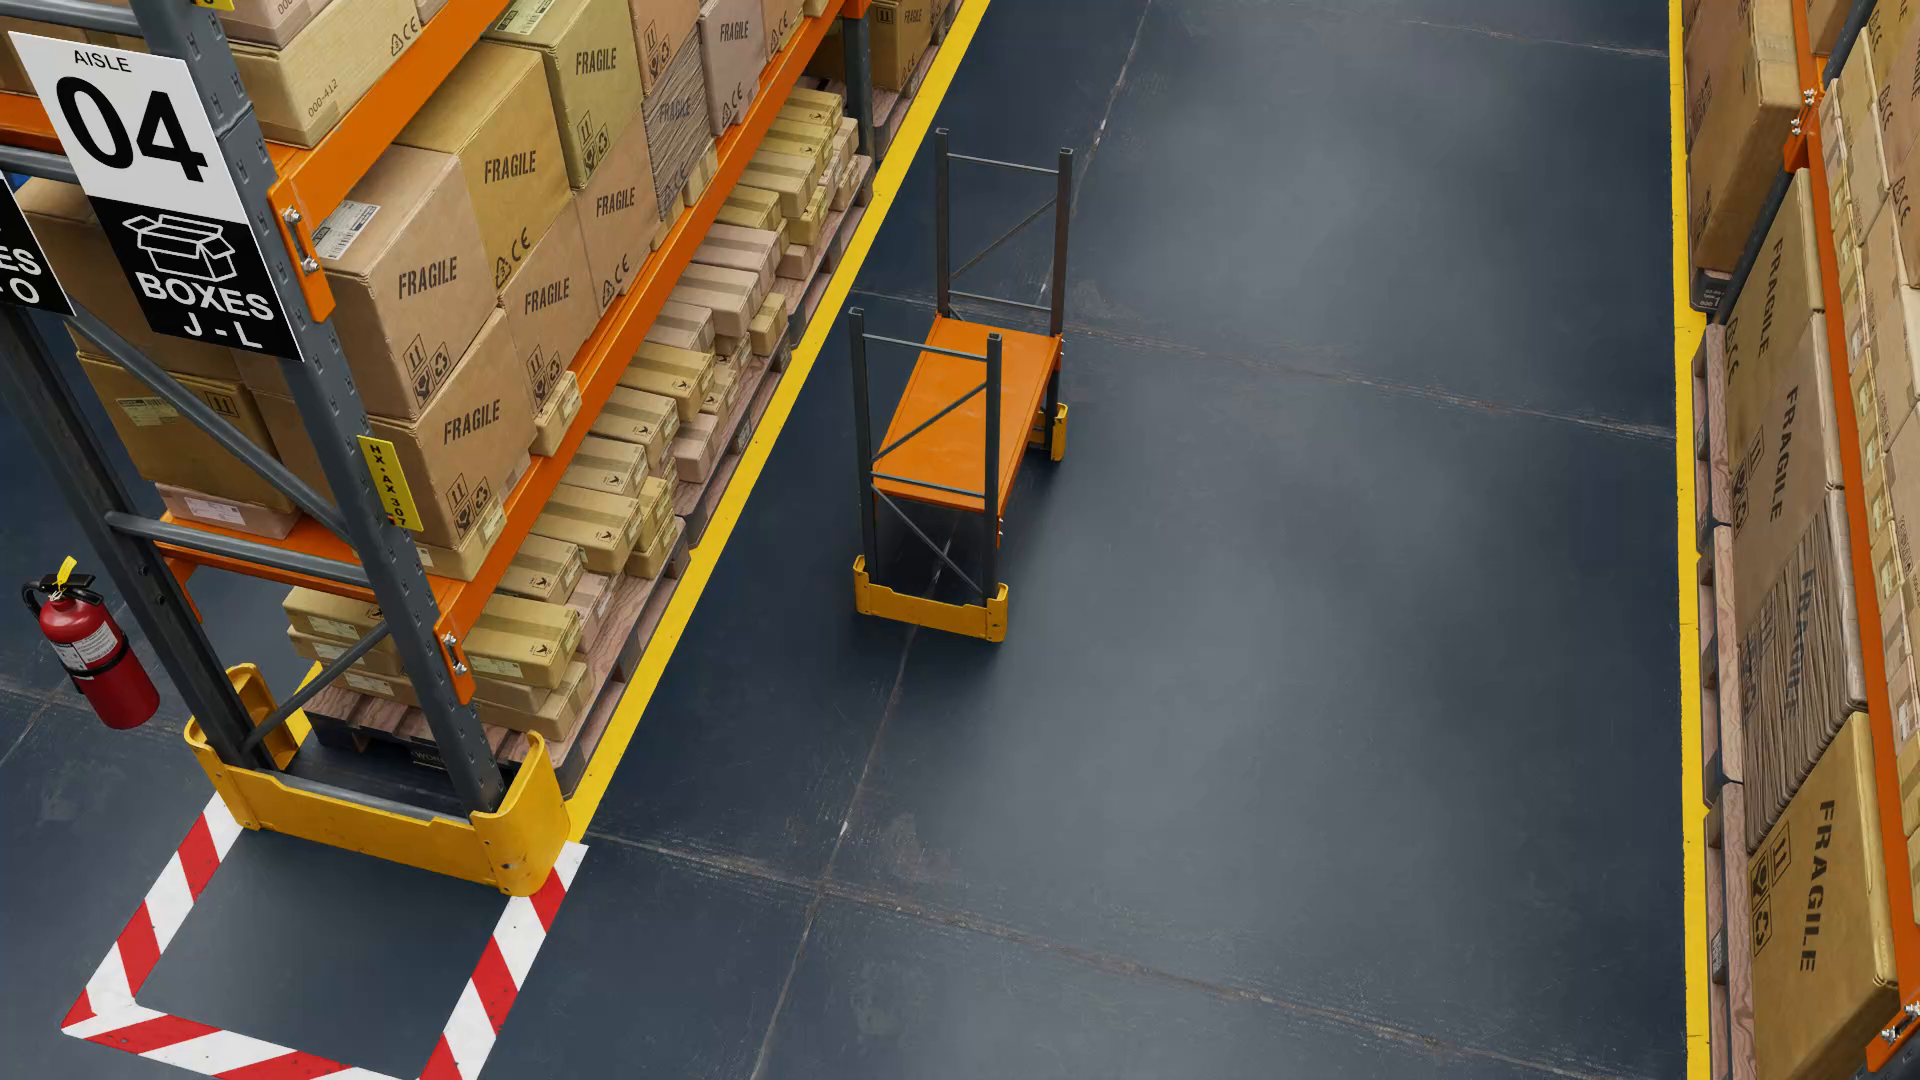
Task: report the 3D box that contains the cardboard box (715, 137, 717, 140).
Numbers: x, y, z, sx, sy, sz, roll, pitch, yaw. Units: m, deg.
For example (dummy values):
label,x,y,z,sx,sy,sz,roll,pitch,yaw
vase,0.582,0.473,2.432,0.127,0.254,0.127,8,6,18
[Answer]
label,x,y,z,sx,sy,sz,roll,pitch,yaw
cardboard box,-1.108,-1.572,6.223,0.380,0.149,0.250,11,49,9

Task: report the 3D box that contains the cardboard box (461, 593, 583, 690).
label,x,y,z,sx,sy,sz,roll,pitch,yaw
cardboard box,-1.503,0.334,5.598,0.380,0.149,0.250,10,49,8

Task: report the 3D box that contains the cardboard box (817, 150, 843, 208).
label,x,y,z,sx,sy,sz,roll,pitch,yaw
cardboard box,-0.751,-1.660,7.556,0.380,0.149,0.250,9,49,8

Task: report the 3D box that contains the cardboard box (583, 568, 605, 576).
label,x,y,z,sx,sy,sz,roll,pitch,yaw
cardboard box,-1.477,0.035,6.060,0.380,0.149,0.250,12,50,11

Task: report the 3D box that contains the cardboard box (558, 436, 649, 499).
label,x,y,z,sx,sy,sz,roll,pitch,yaw
cardboard box,-1.371,-0.241,6.106,0.380,0.149,0.250,9,49,8

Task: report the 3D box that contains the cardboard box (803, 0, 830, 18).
label,x,y,z,sx,sy,sz,roll,pitch,yaw
cardboard box,-0.728,-2.311,6.875,0.380,0.149,0.250,10,49,9

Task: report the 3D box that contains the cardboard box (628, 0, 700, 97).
label,x,y,z,sx,sy,sz,roll,pitch,yaw
cardboard box,-1.178,-1.803,5.328,0.500,0.500,0.500,10,49,9

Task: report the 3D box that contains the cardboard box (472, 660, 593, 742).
label,x,y,z,sx,sy,sz,roll,pitch,yaw
cardboard box,-1.522,0.527,5.824,0.380,0.149,0.250,12,50,11

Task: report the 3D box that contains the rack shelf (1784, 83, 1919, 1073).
label,x,y,z,sx,sy,sz,roll,pitch,yaw
rack shelf,3.317,-0.118,5.252,1.077,0.370,4.000,12,50,10

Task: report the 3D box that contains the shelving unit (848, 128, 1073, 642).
label,x,y,z,sx,sy,sz,roll,pitch,yaw
shelving unit,0.020,-0.551,6.155,0.587,1.500,1.083,12,50,10

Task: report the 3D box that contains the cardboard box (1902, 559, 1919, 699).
label,x,y,z,sx,sy,sz,roll,pitch,yaw
cardboard box,2.796,0.272,4.330,0.500,0.250,0.500,11,49,9

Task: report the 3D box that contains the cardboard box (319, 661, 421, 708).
label,x,y,z,sx,sy,sz,roll,pitch,yaw
cardboard box,-2.031,0.421,5.918,0.380,0.149,0.250,12,50,11

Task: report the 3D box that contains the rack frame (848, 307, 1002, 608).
label,x,y,z,sx,sy,sz,roll,pitch,yaw
rack frame,-0.111,-0.190,5.836,0.500,1.500,0.032,12,50,10

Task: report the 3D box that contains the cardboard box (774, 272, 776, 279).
label,x,y,z,sx,sy,sz,roll,pitch,yaw
cardboard box,-1.033,-1.157,7.311,0.380,0.149,0.250,10,49,9

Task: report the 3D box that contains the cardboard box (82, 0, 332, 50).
label,x,y,z,sx,sy,sz,roll,pitch,yaw
cardboard box,-1.599,-1.343,3.619,0.500,0.250,0.500,12,50,11

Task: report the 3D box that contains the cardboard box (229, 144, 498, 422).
label,x,y,z,sx,sy,sz,roll,pitch,yaw
cardboard box,-1.594,-0.696,4.350,0.500,0.500,0.500,11,50,10

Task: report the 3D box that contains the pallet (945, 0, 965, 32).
label,x,y,z,sx,sy,sz,roll,pitch,yaw
pallet,-0.393,-3.380,9.512,1.003,0.211,1.213,12,50,10

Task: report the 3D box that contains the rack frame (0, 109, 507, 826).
label,x,y,z,sx,sy,sz,roll,pitch,yaw
rack frame,-1.968,0.039,4.634,1.000,3.000,0.127,12,50,10

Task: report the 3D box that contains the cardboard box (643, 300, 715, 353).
label,x,y,z,sx,sy,sz,roll,pitch,yaw
cardboard box,-1.201,-0.822,6.618,0.380,0.149,0.250,12,50,10

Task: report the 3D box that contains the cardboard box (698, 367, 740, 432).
label,x,y,z,sx,sy,sz,roll,pitch,yaw
cardboard box,-1.127,-0.594,6.814,0.380,0.149,0.250,12,50,10

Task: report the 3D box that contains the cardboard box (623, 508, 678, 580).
label,x,y,z,sx,sy,sz,roll,pitch,yaw
cardboard box,-1.300,-0.022,6.309,0.380,0.149,0.250,12,50,10

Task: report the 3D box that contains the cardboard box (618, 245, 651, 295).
label,x,y,z,sx,sy,sz,roll,pitch,yaw
cardboard box,-1.294,-1.003,5.721,0.380,0.149,0.250,11,49,9

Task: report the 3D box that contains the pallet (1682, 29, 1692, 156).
label,x,y,z,sx,sy,sz,roll,pitch,yaw
pallet,4.293,-2.338,8.592,1.003,0.211,1.213,12,50,10

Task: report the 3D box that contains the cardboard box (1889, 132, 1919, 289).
label,x,y,z,sx,sy,sz,roll,pitch,yaw
cardboard box,3.201,-1.072,5.015,0.500,0.500,0.500,10,49,9

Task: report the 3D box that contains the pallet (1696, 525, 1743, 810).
label,x,y,z,sx,sy,sz,roll,pitch,yaw
pallet,3.248,0.540,6.052,1.003,0.211,1.213,12,50,10

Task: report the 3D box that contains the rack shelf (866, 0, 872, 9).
label,x,y,z,sx,sy,sz,roll,pitch,yaw
rack shelf,-0.389,-4.063,8.734,1.077,0.370,4.000,12,50,10

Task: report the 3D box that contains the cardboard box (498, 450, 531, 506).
label,x,y,z,sx,sy,sz,roll,pitch,yaw
cardboard box,-1.540,-0.240,5.048,0.380,0.149,0.250,13,50,11

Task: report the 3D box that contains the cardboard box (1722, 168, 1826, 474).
label,x,y,z,sx,sy,sz,roll,pitch,yaw
cardboard box,3.592,-0.777,6.491,0.875,0.875,0.875,12,50,10

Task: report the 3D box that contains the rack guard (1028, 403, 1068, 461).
label,x,y,z,sx,sy,sz,roll,pitch,yaw
rack guard,0.151,-0.498,6.942,0.587,0.250,0.087,12,50,10

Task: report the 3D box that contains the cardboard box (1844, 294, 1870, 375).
label,x,y,z,sx,sy,sz,roll,pitch,yaw
cardboard box,3.104,-0.633,5.395,0.380,0.149,0.250,12,50,10

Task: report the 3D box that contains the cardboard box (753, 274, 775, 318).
label,x,y,z,sx,sy,sz,roll,pitch,yaw
cardboard box,-1.013,-1.112,7.073,0.380,0.149,0.250,13,50,11

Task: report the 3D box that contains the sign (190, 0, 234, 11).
label,x,y,z,sx,sy,sz,roll,pitch,yaw
sign,-1.445,-1.136,3.087,0.100,0.325,0.005,12,50,10

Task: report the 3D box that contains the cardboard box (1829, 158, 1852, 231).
label,x,y,z,sx,sy,sz,roll,pitch,yaw
cardboard box,3.306,-1.190,5.886,0.380,0.149,0.250,13,50,11

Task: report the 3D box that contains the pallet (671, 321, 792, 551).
label,x,y,z,sx,sy,sz,roll,pitch,yaw
pallet,-1.377,-0.554,7.017,1.003,0.211,1.213,12,50,10

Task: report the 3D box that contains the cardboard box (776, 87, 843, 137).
label,x,y,z,sx,sy,sz,roll,pitch,yaw
cardboard box,-0.758,-1.938,7.603,0.380,0.149,0.250,13,50,11

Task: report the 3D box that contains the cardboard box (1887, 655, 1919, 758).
label,x,y,z,sx,sy,sz,roll,pitch,yaw
cardboard box,2.701,0.481,4.412,0.380,0.149,0.250,12,50,10

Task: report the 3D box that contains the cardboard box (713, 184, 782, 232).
label,x,y,z,sx,sy,sz,roll,pitch,yaw
cardboard box,-0.989,-1.392,7.121,0.380,0.149,0.250,13,50,11

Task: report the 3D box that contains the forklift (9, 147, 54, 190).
label,x,y,z,sx,sy,sz,roll,pitch,yaw
forklift,-3.055,-2.782,7.169,1.130,2.935,3.031,7,49,6

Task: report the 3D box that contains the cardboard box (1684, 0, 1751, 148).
label,x,y,z,sx,sy,sz,roll,pitch,yaw
cardboard box,4.227,-2.352,7.881,1.225,0.875,0.875,10,49,9

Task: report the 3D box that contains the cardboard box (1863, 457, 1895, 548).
label,x,y,z,sx,sy,sz,roll,pitch,yaw
cardboard box,2.901,-0.075,4.902,0.380,0.149,0.250,12,50,10

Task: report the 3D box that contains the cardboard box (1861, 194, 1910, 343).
label,x,y,z,sx,sy,sz,roll,pitch,yaw
cardboard box,3.200,-0.829,5.301,0.500,0.250,0.500,13,50,11

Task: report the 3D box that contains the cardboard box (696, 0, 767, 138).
label,x,y,z,sx,sy,sz,roll,pitch,yaw
cardboard box,-1.040,-1.845,6.032,0.500,0.500,0.500,11,50,10

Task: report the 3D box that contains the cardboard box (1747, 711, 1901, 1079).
label,x,y,z,sx,sy,sz,roll,pitch,yaw
cardboard box,2.881,1.176,4.767,0.875,0.875,0.875,12,50,10

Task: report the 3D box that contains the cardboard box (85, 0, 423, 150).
label,x,y,z,sx,sy,sz,roll,pitch,yaw
cardboard box,-1.604,-1.178,3.808,0.500,0.250,0.500,13,50,11

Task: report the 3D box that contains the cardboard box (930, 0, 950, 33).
label,x,y,z,sx,sy,sz,roll,pitch,yaw
cardboard box,-0.328,-3.031,8.731,0.500,0.500,0.500,14,50,12

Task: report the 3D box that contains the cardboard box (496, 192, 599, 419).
label,x,y,z,sx,sy,sz,roll,pitch,yaw
cardboard box,-1.467,-0.755,5.069,0.500,0.500,0.500,12,50,10
